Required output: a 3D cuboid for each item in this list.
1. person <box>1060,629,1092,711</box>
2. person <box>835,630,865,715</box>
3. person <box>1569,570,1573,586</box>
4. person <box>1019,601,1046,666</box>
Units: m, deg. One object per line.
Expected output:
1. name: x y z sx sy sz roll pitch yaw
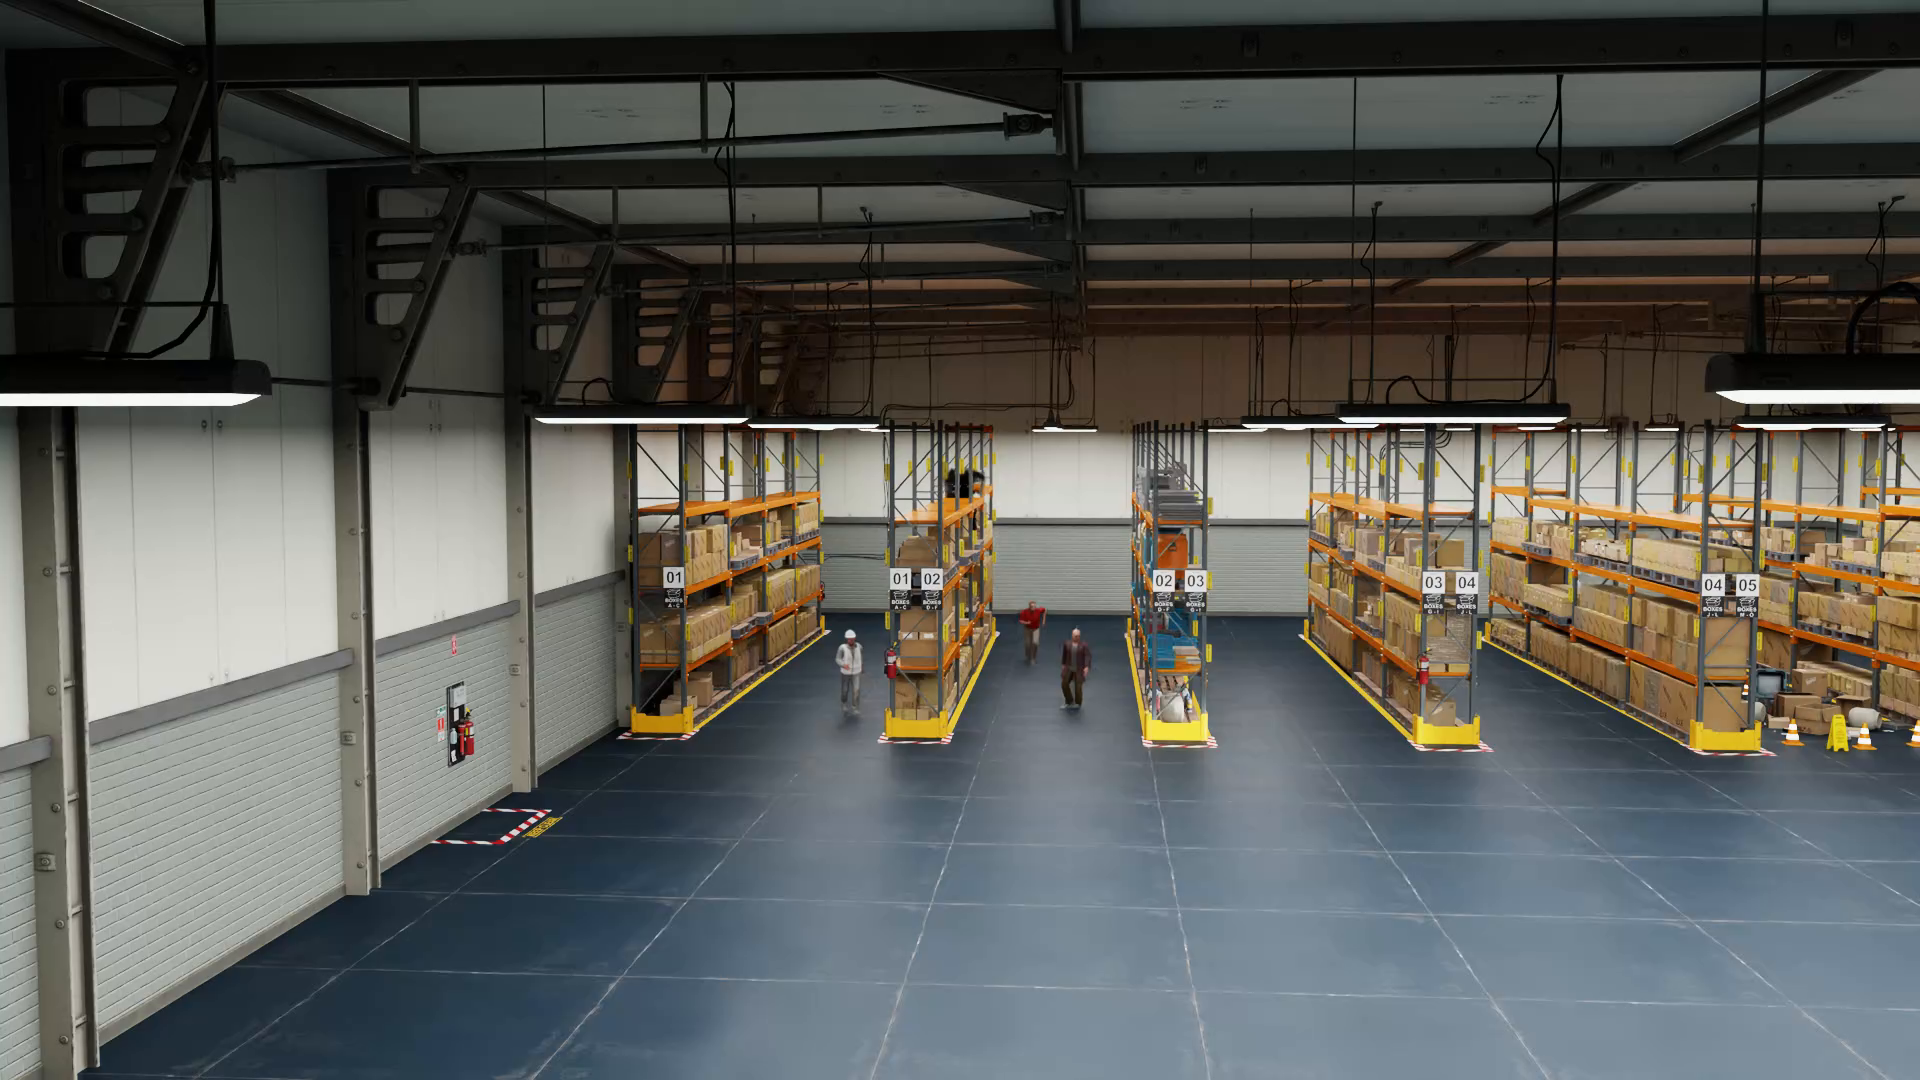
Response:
1. person: 2.404 2.681 34.444 0.701 1.719 0.775 1 4 15
2. person: -2.245 2.673 33.800 0.624 1.726 0.998 -1 4 -14
3. person: 17.640 1.761 47.935 0.991 1.788 0.661 -1 4 -12
4. person: 1.798 2.328 41.456 0.707 1.674 1.016 0 4 -4
